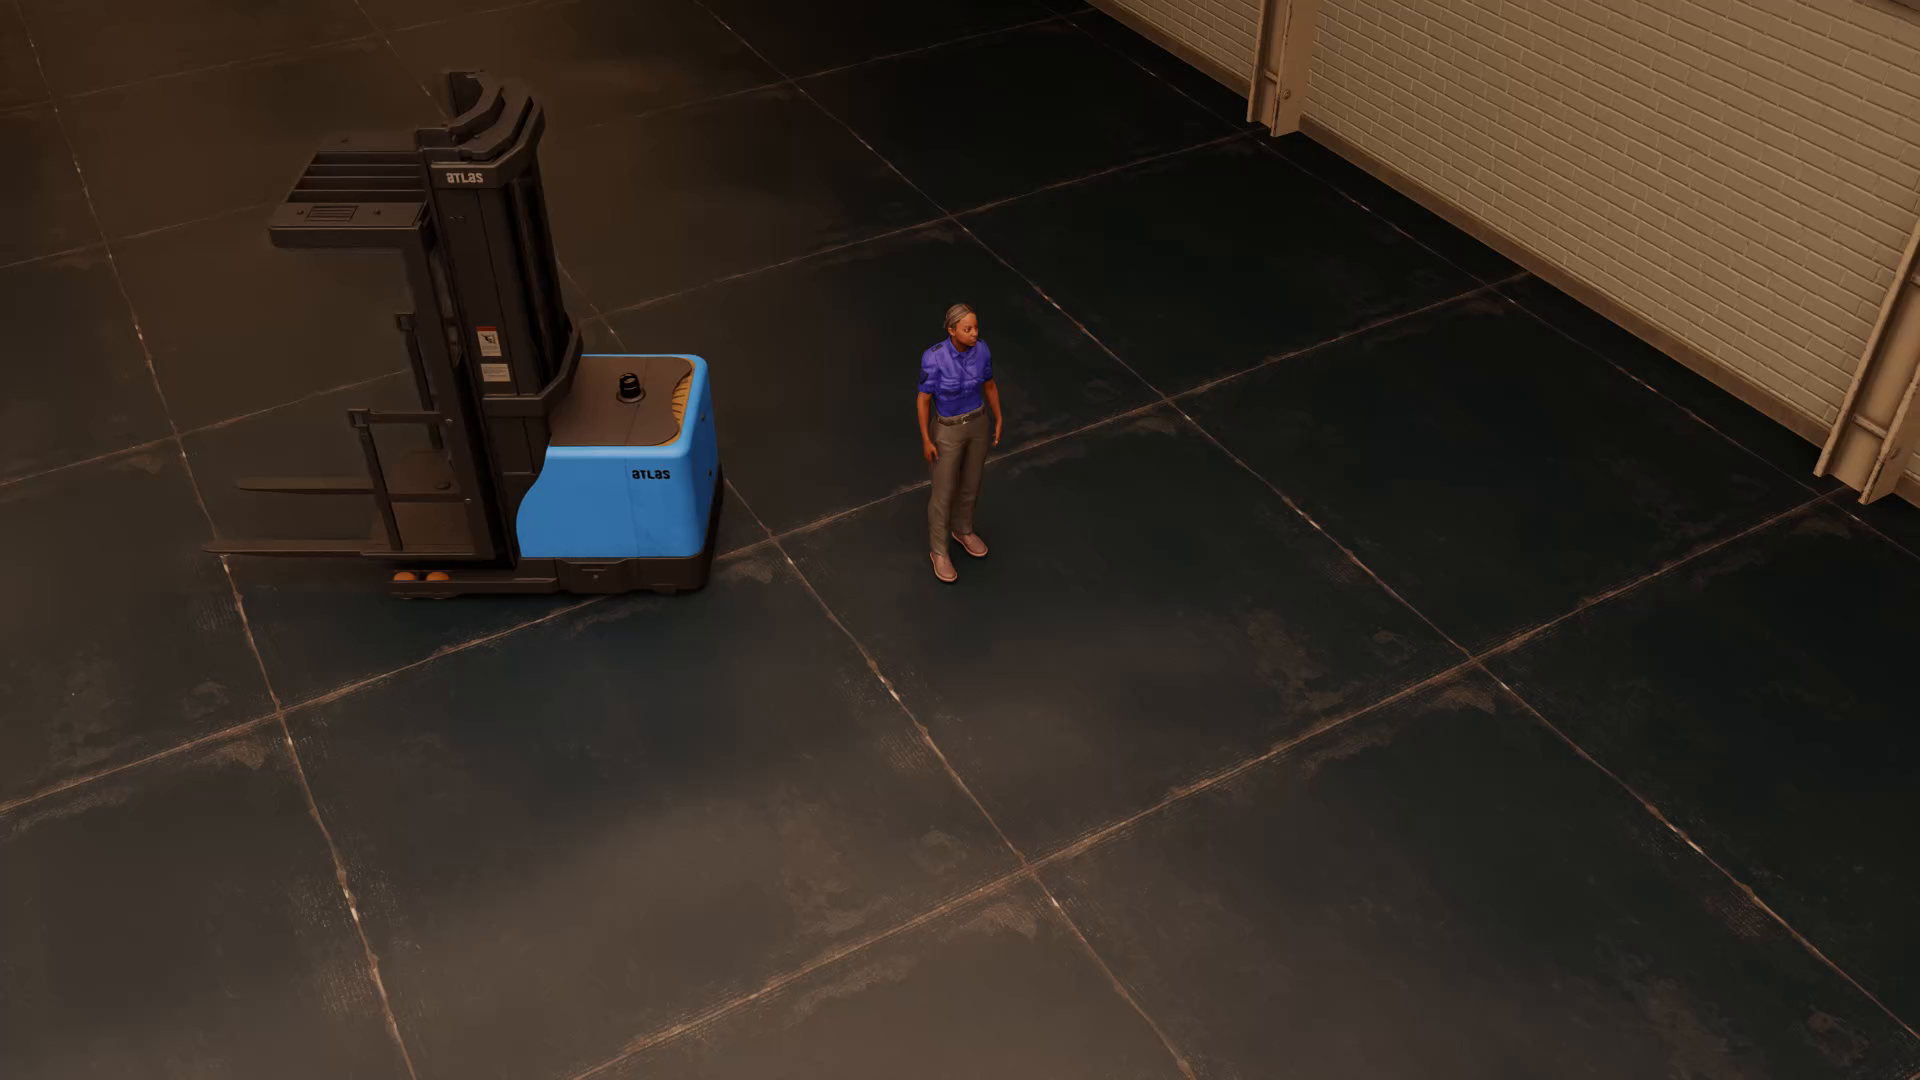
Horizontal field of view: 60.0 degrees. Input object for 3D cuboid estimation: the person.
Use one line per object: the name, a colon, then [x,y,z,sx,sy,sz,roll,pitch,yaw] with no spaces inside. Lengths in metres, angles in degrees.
person: [0.027,-0.587,9.733,0.570,1.656,0.503,-20,44,-23]

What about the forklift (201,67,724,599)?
forklift: [-3.017,-1.114,9.379,3.031,2.935,1.130,0,40,0]
